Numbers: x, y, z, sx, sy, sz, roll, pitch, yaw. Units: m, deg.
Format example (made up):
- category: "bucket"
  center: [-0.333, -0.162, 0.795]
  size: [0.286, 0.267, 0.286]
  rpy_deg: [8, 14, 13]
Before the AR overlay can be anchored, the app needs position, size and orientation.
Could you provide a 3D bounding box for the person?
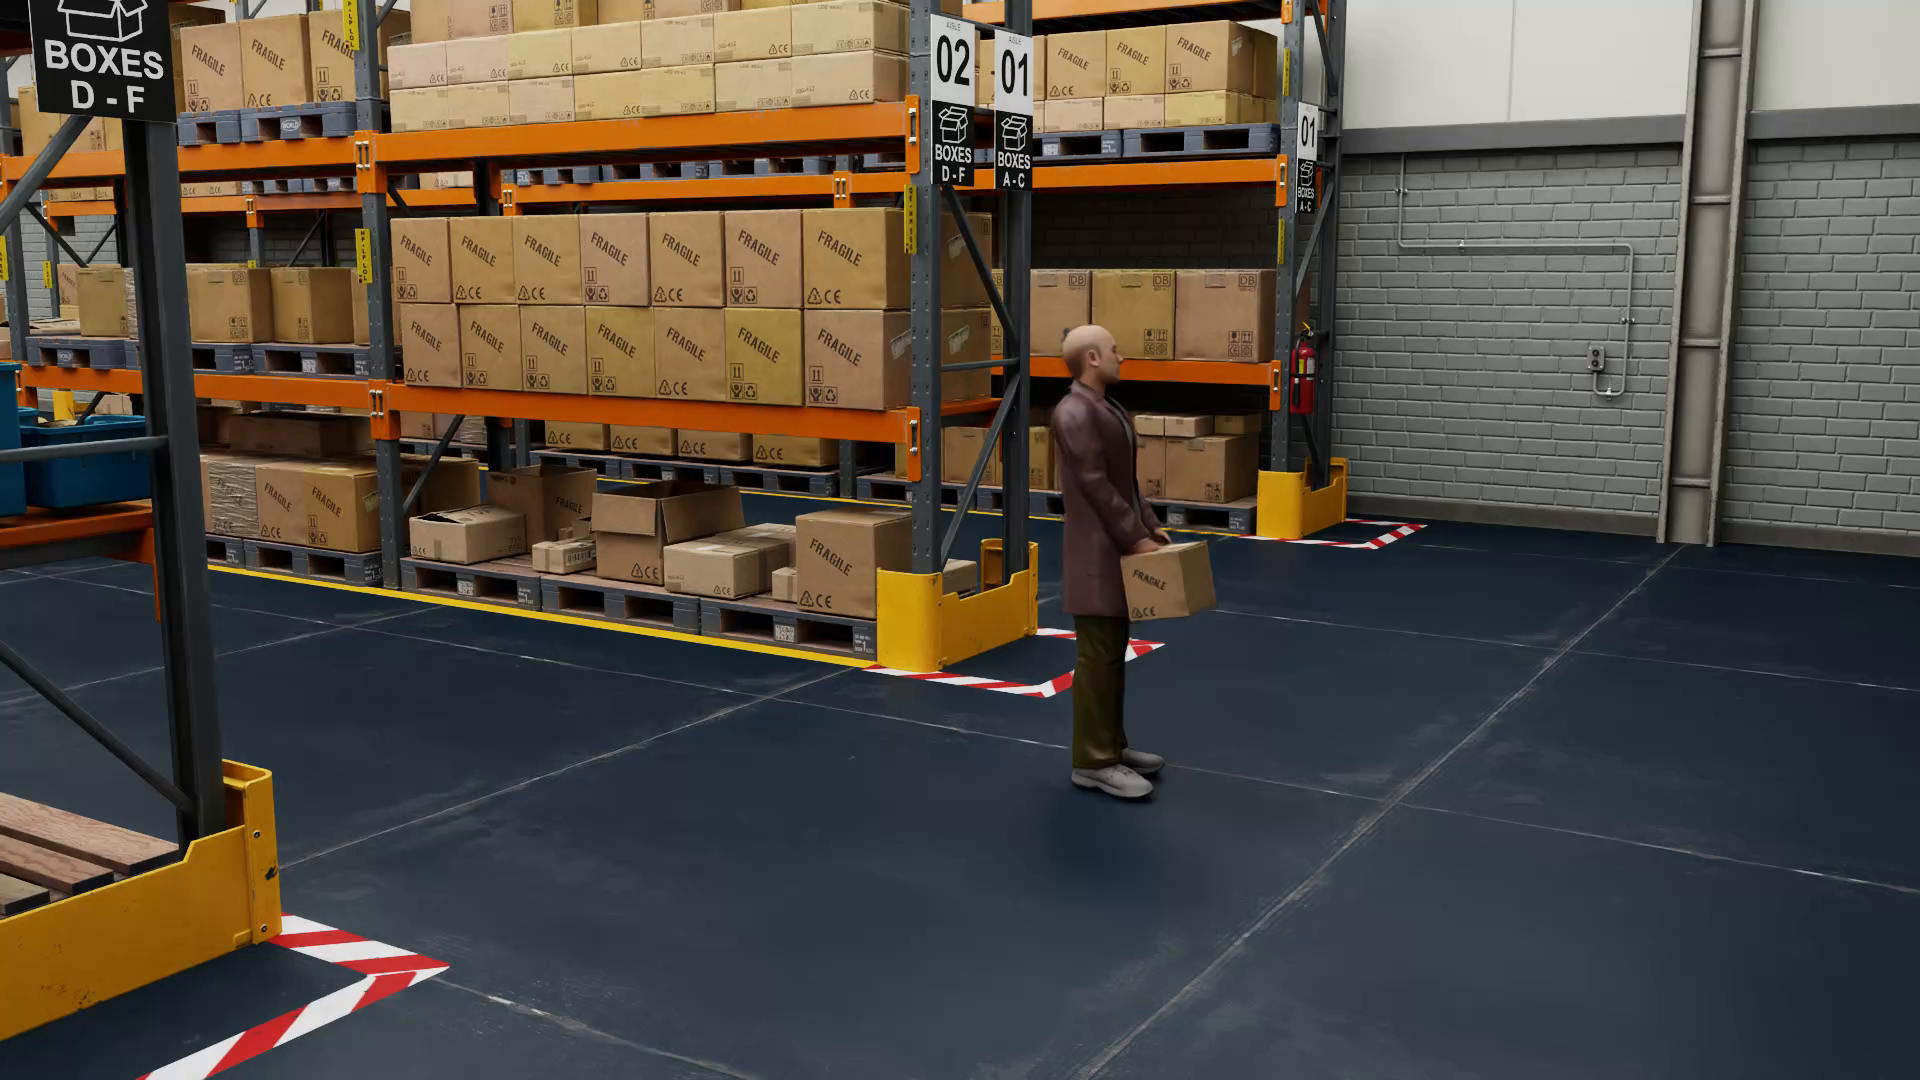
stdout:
- category: "person"
  center: [0.610, 0.060, 6.502]
  size: [0.469, 1.784, 0.603]
  rpy_deg: [3, 10, 16]
